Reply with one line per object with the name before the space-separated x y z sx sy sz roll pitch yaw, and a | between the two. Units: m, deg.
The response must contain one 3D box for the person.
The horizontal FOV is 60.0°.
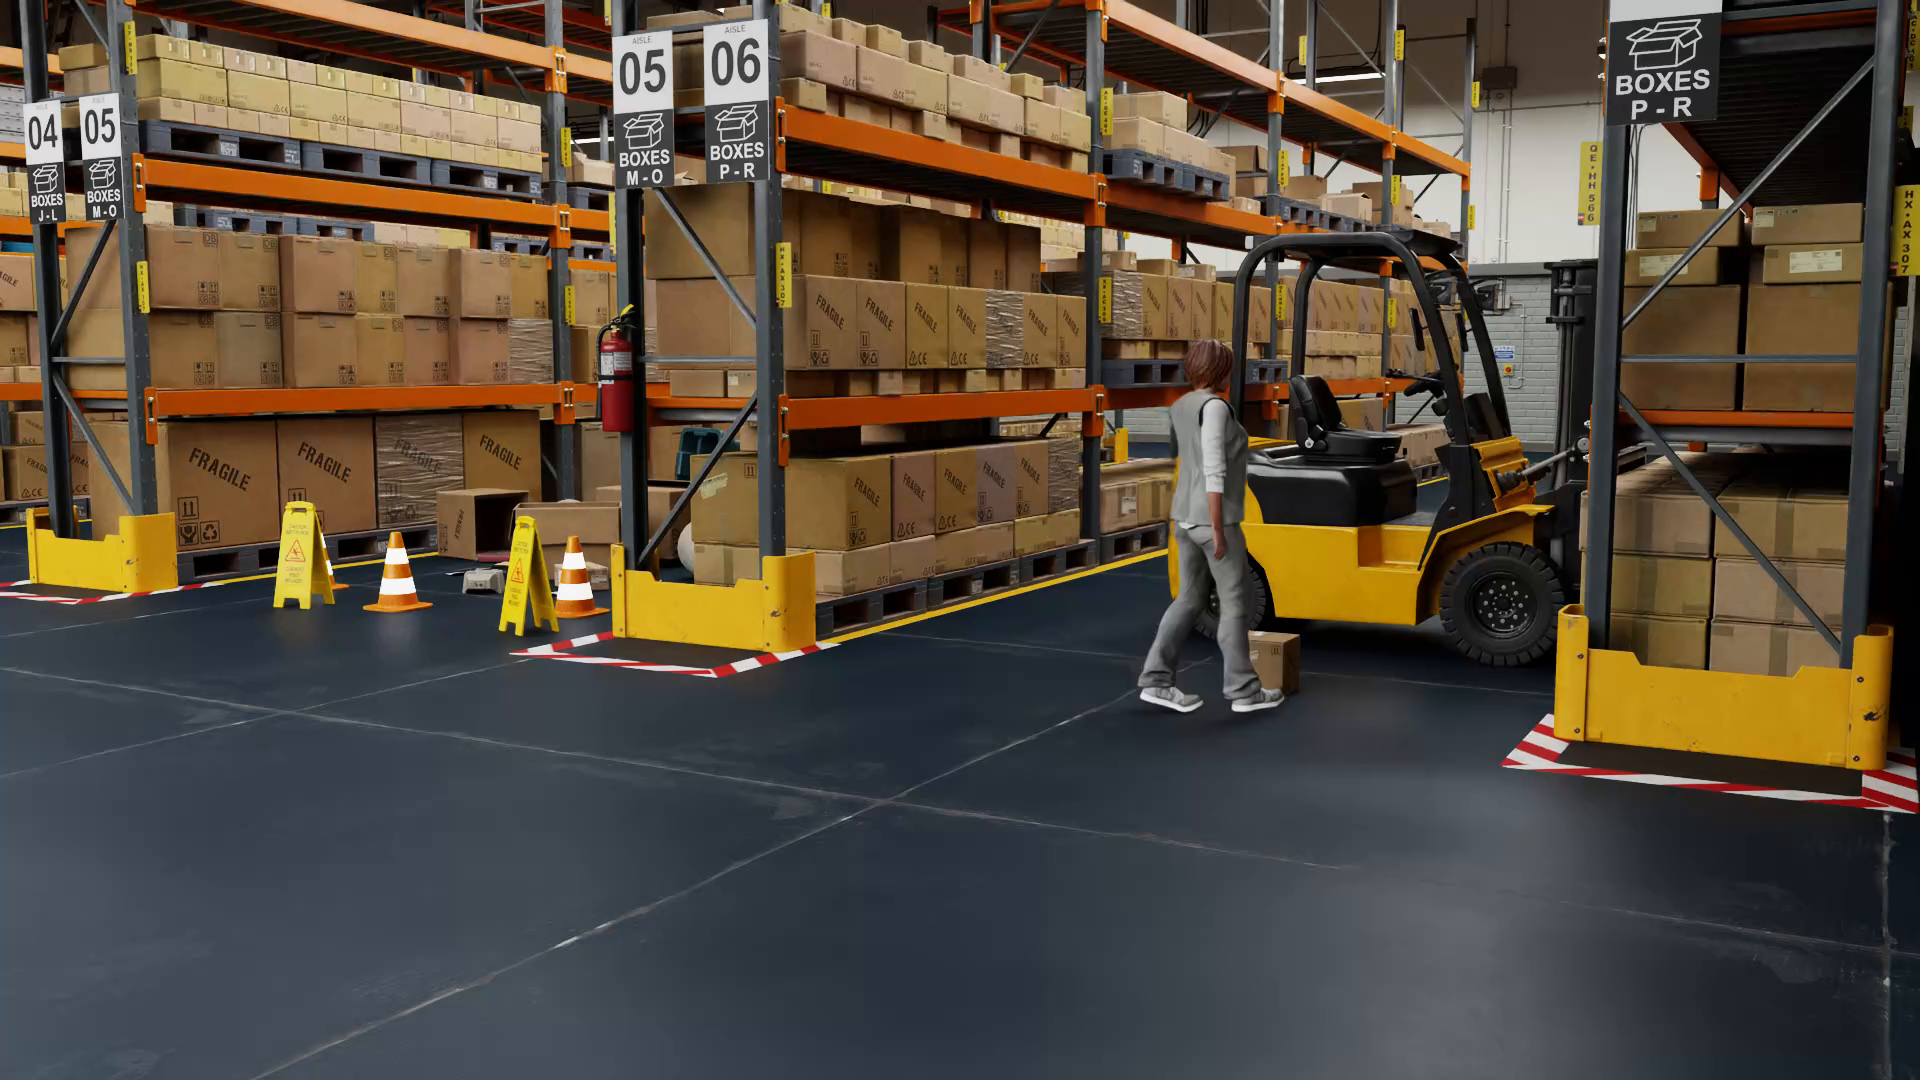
person | 1.082 -0.060 7.078 0.627 1.590 0.426 -2 6 -17
